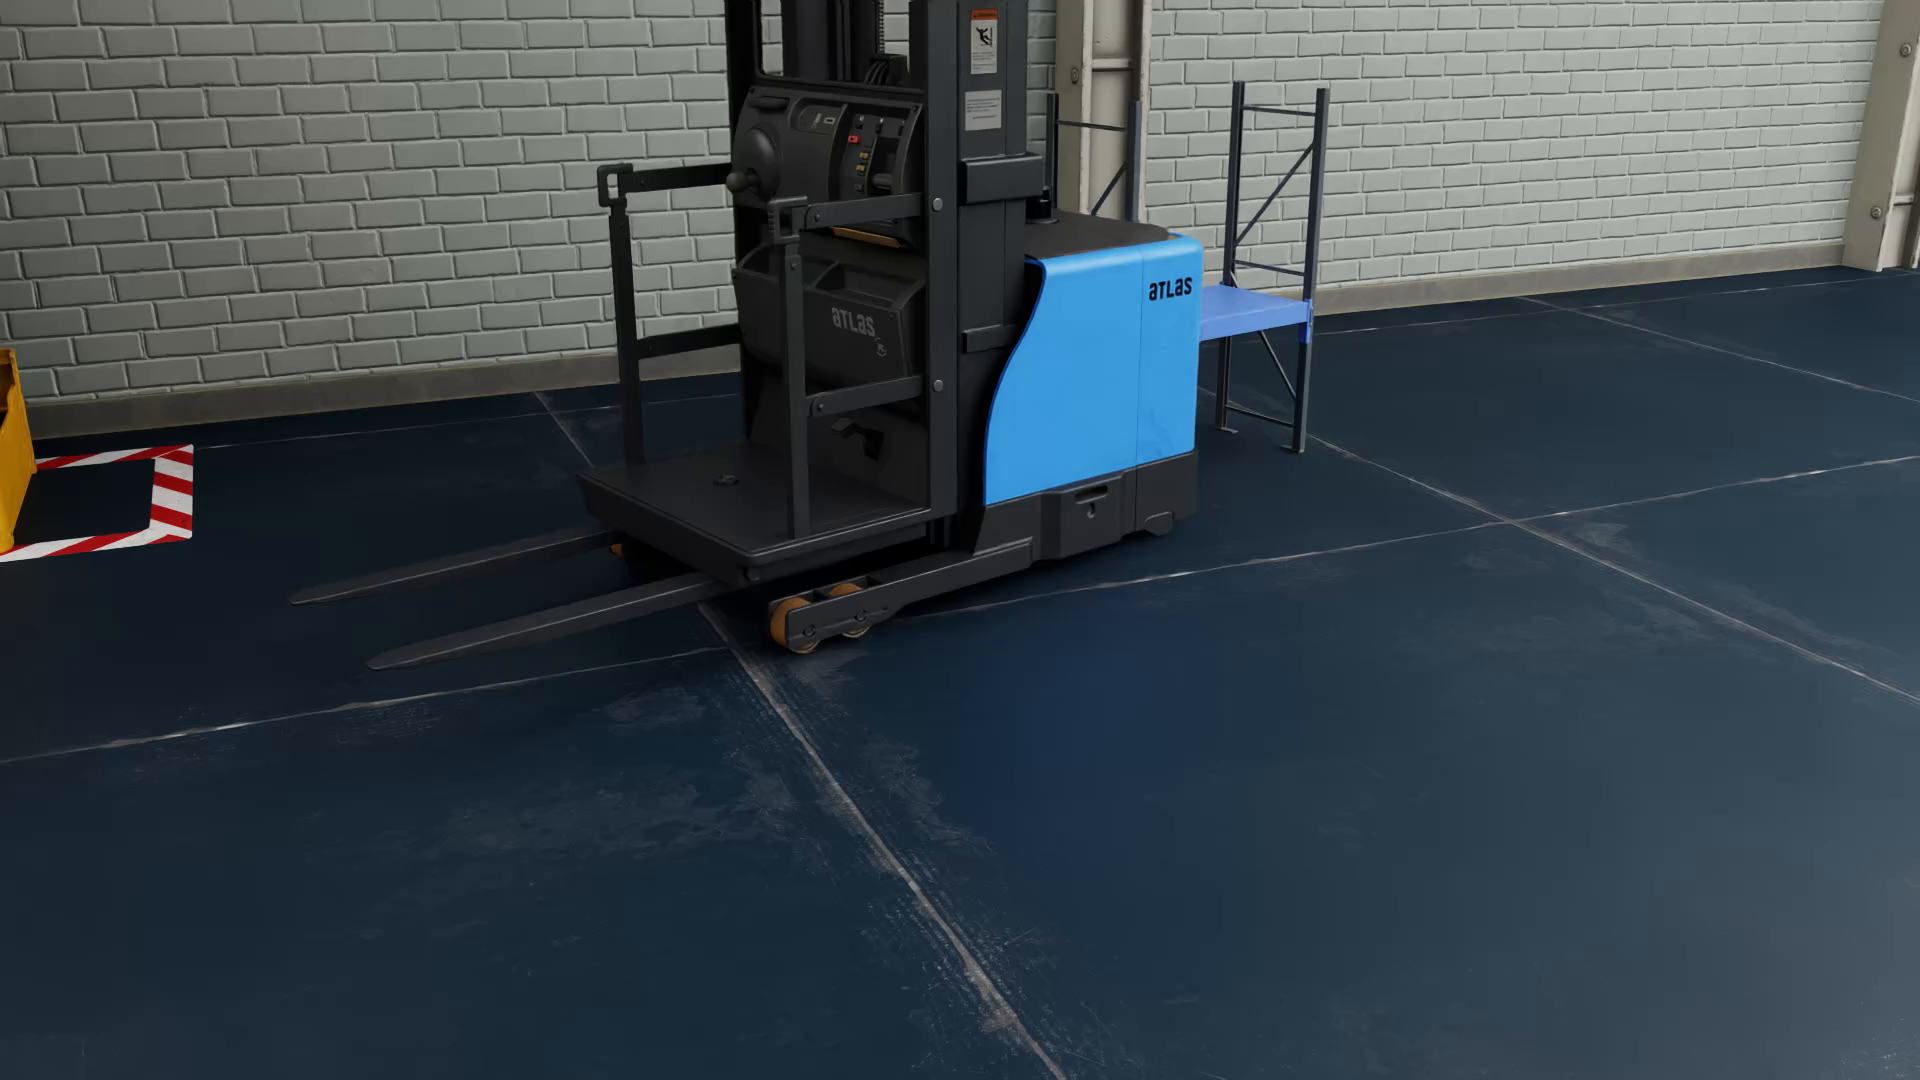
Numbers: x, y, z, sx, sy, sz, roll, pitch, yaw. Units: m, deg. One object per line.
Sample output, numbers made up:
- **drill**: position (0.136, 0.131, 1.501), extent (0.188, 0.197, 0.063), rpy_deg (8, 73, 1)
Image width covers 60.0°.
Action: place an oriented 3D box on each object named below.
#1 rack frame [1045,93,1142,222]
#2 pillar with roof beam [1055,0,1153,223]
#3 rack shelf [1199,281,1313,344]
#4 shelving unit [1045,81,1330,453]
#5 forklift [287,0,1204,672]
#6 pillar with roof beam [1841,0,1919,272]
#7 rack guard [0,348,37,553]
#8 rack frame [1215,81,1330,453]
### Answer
- **rack frame**: position (0.495, -0.939, 6.432), extent (0.032, 1.500, 0.500), rpy_deg (-14, 24, -35)
- **pillar with roof beam**: position (2.443, -4.010, 3.862), extent (0.400, 9.000, 9.100), rpy_deg (-8, 21, -22)
- **rack shelf**: position (0.899, -0.872, 6.782), extent (1.000, 0.185, 0.538), rpy_deg (-14, 24, -35)
- **shelving unit**: position (0.899, -1.042, 6.723), extent (1.048, 1.500, 0.538), rpy_deg (-14, 24, -35)
- **forklift**: position (-0.592, -1.236, 5.119), extent (3.031, 2.935, 1.130), rpy_deg (-15, 25, -37)
- **pillar with roof beam**: position (7.952, -4.800, 6.104), extent (0.400, 9.000, 9.100), rpy_deg (-8, 21, -22)
- **rack guard**: position (-3.753, -0.345, 6.249), extent (0.348, 0.500, 1.175), rpy_deg (-8, 21, -22)
- **rack frame**: position (1.303, -1.144, 7.014), extent (0.032, 1.500, 0.500), rpy_deg (-14, 24, -35)
